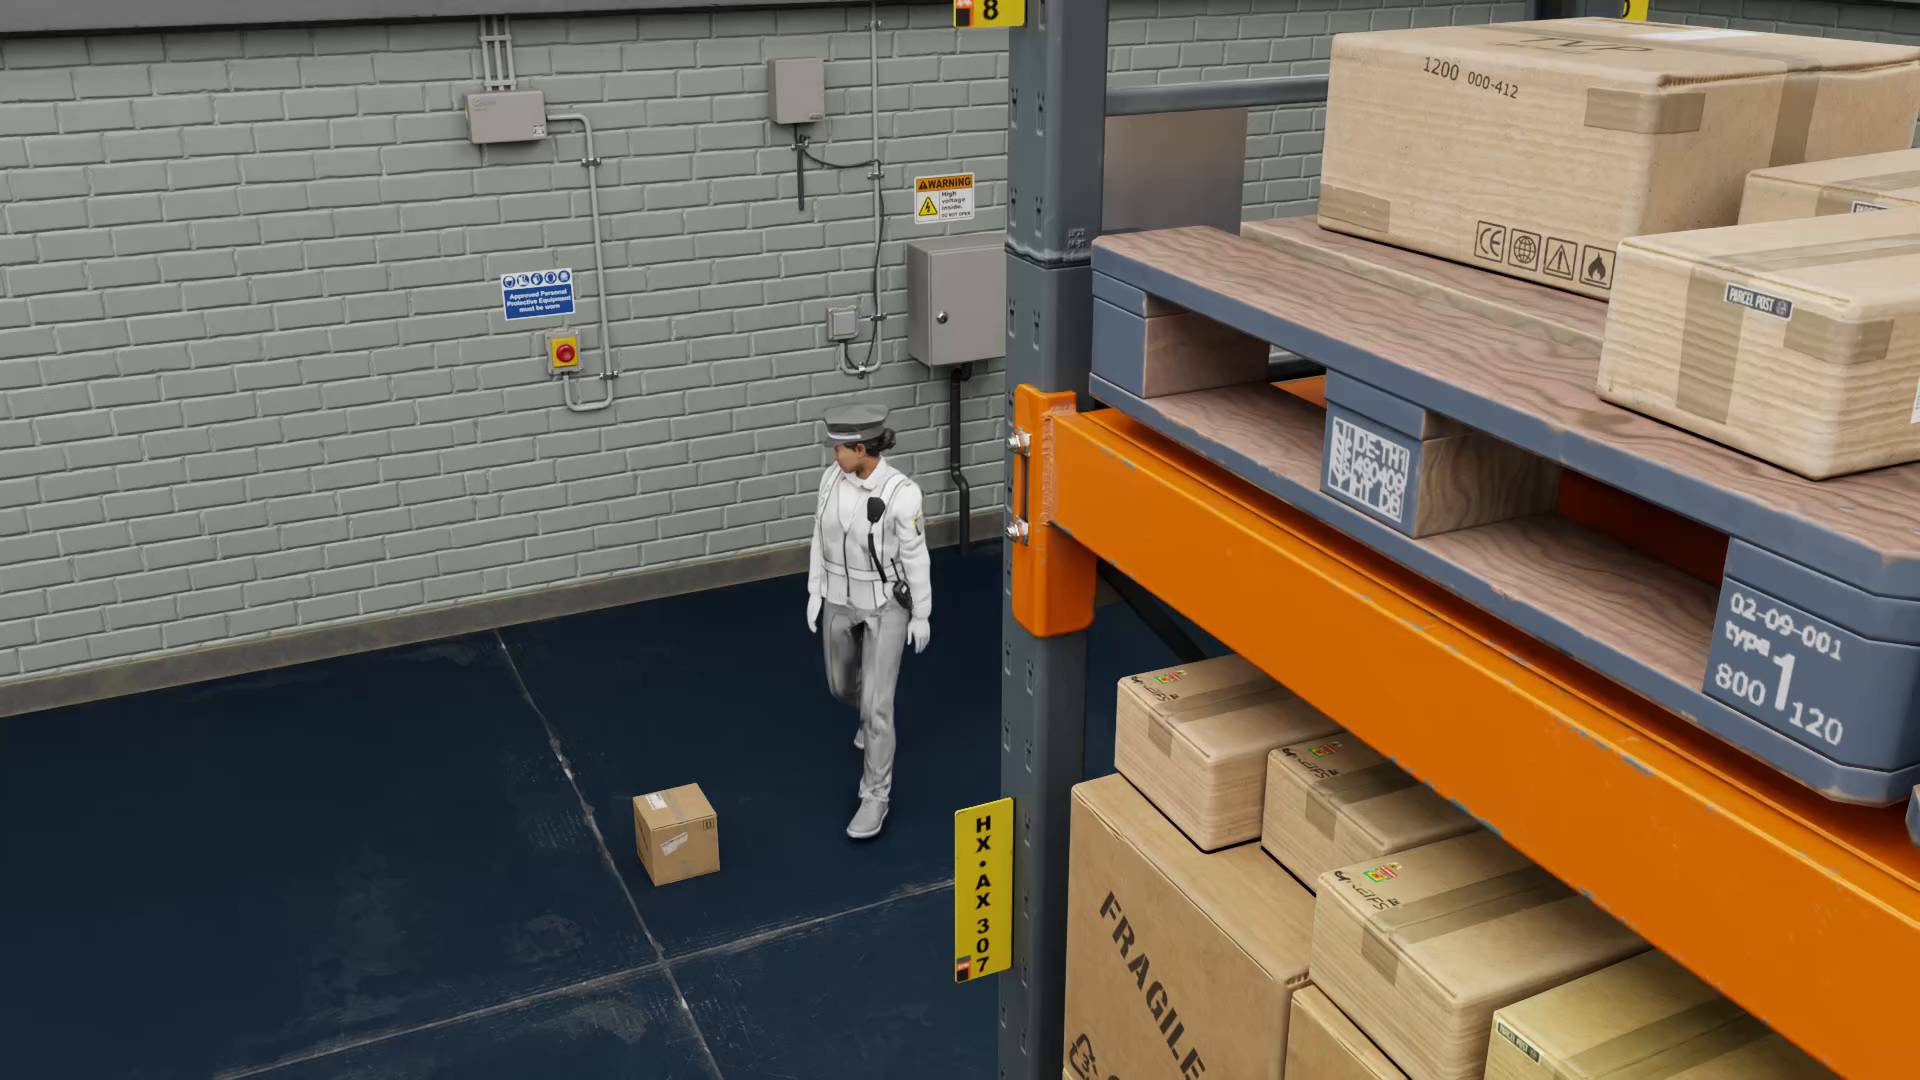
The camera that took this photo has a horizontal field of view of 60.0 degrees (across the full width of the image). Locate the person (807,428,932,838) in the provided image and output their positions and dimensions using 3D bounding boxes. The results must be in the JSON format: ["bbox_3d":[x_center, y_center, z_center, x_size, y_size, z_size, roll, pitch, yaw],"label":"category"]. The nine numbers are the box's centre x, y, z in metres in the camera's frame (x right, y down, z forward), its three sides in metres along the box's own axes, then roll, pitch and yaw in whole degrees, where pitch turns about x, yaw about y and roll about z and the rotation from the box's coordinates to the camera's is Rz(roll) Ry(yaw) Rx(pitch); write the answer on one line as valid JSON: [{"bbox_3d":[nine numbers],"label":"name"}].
[{"bbox_3d":[-0.357,0.250,6.465,0.514,1.626,0.798,12,25,26],"label":"person"}]
